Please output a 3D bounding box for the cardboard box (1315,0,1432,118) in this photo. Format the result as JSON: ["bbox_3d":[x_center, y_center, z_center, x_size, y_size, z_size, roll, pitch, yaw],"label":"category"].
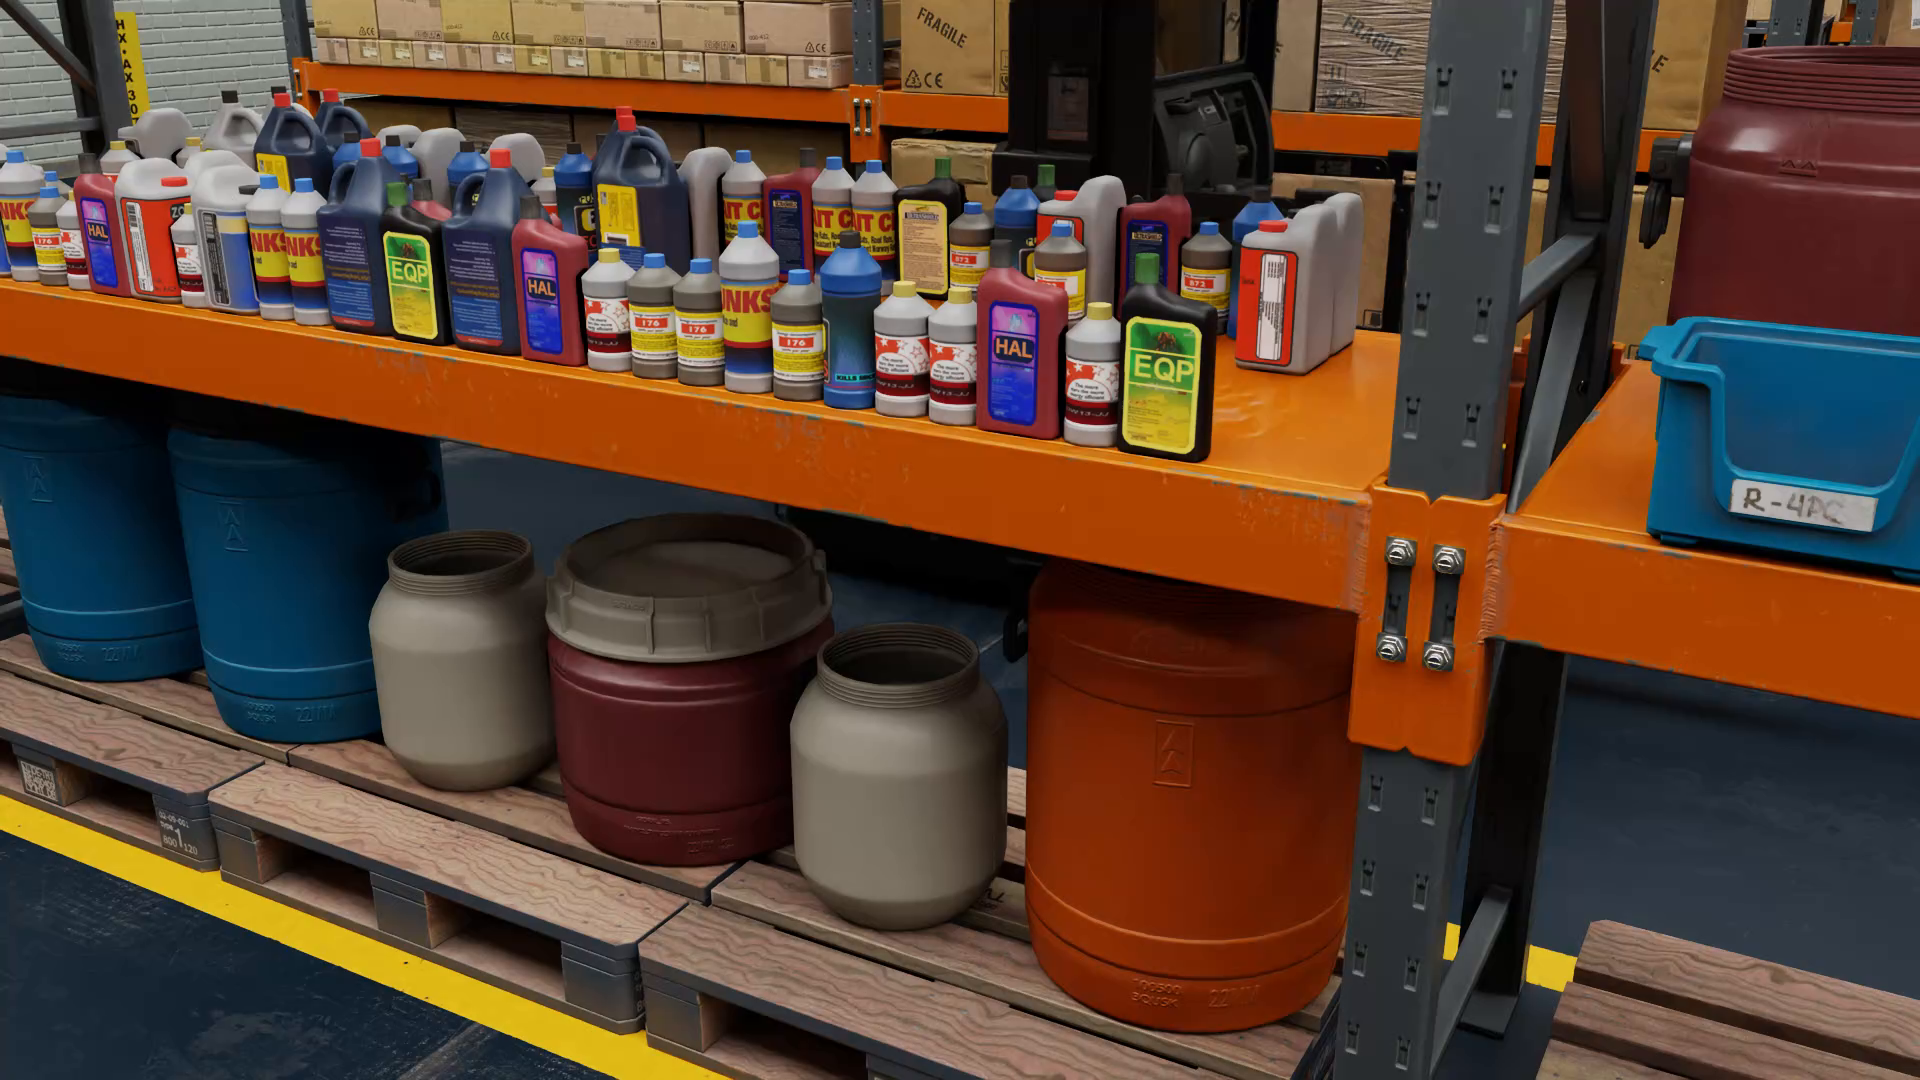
[{"bbox_3d":[1.831,-2.073,7.035,0.500,0.500,0.500,10,22,26],"label":"cardboard box"}]

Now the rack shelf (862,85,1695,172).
[{"bbox_3d":[1.524,-1.842,7.600,4.000,0.370,1.077,11,23,27],"label":"rack shelf"}]

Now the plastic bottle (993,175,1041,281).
[{"bbox_3d":[0.113,-0.567,3.218,0.097,0.271,0.097,0,20,0],"label":"plastic bottle"}]

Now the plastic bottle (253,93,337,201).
[{"bbox_3d":[-1.584,-0.886,3.981,0.185,0.351,0.144,11,23,27],"label":"plastic bottle"}]

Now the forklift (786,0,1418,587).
[{"bbox_3d":[0.955,-1.226,4.947,3.031,2.935,1.130,10,22,26],"label":"forklift"}]

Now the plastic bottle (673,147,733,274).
[{"bbox_3d":[-0.576,-0.714,3.616,0.135,0.276,0.152,11,23,27],"label":"plastic bottle"}]

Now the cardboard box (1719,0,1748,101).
[{"bbox_3d":[2.978,-2.057,6.989,0.500,0.500,0.500,12,23,29],"label":"cardboard box"}]

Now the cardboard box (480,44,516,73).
[{"bbox_3d":[-2.441,-2.690,9.249,0.250,0.149,0.380,11,22,27],"label":"cardboard box"}]

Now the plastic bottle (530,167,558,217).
[{"bbox_3d":[-0.942,-0.759,3.850,0.097,0.201,0.097,0,20,0],"label":"plastic bottle"}]

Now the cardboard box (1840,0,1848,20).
[{"bbox_3d":[7.798,-4.884,15.149,0.500,0.250,0.500,10,22,26],"label":"cardboard box"}]

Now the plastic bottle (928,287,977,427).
[{"bbox_3d":[0.000,-0.283,2.538,0.097,0.201,0.097,0,20,0],"label":"plastic bottle"}]

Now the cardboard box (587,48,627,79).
[{"bbox_3d":[-1.770,-2.562,8.896,0.250,0.149,0.380,10,22,26],"label":"cardboard box"}]

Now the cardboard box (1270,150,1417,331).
[{"bbox_3d":[1.903,-1.318,7.599,0.875,0.875,1.225,11,23,27],"label":"cardboard box"}]

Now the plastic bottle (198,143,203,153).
[{"bbox_3d":[-1.934,-0.924,4.306,0.097,0.201,0.097,0,20,0],"label":"plastic bottle"}]

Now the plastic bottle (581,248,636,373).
[{"bbox_3d":[-0.595,-0.396,2.850,0.097,0.201,0.097,0,20,0],"label":"plastic bottle"}]

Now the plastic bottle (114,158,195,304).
[{"bbox_3d":[-1.611,-0.636,3.401,0.135,0.276,0.152,11,23,27],"label":"plastic bottle"}]

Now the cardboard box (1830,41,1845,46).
[{"bbox_3d":[10.217,-5.783,19.507,0.250,0.149,0.380,12,23,30],"label":"cardboard box"}]

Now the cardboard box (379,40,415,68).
[{"bbox_3d":[-3.117,-2.818,9.603,0.250,0.149,0.380,10,22,26],"label":"cardboard box"}]

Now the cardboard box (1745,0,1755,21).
[{"bbox_3d":[4.906,-3.374,10.520,0.250,0.149,0.380,11,23,27],"label":"cardboard box"}]

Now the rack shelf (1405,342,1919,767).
[{"bbox_3d":[2.601,0.298,1.701,4.000,0.370,1.077,11,23,27],"label":"rack shelf"}]

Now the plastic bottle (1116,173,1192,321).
[{"bbox_3d":[0.370,-0.555,3.167,0.133,0.283,0.061,11,23,27],"label":"plastic bottle"}]

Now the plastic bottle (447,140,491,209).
[{"bbox_3d":[-1.101,-0.763,3.758,0.097,0.271,0.097,0,20,0],"label":"plastic bottle"}]

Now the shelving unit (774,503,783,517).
[{"bbox_3d":[-0.524,-0.588,5.947,0.252,1.050,0.215,10,22,26],"label":"shelving unit"}]

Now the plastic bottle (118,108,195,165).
[{"bbox_3d":[-2.136,-1.011,4.435,0.135,0.276,0.152,11,23,27],"label":"plastic bottle"}]

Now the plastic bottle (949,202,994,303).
[{"bbox_3d":[0.026,-0.575,3.342,0.097,0.201,0.097,0,20,0],"label":"plastic bottle"}]

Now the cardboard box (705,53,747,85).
[{"bbox_3d":[-1.097,-2.433,8.543,0.250,0.149,0.380,10,22,26],"label":"cardboard box"}]

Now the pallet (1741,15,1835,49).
[{"bbox_3d":[5.103,-3.304,10.856,1.003,0.211,1.213,11,23,27],"label":"pallet"}]

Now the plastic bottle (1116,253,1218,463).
[{"bbox_3d":[0.293,-0.259,2.350,0.133,0.283,0.061,11,23,27],"label":"plastic bottle"}]

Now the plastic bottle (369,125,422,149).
[{"bbox_3d":[-1.377,-0.866,4.036,0.135,0.276,0.152,11,23,27],"label":"plastic bottle"}]

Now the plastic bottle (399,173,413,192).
[{"bbox_3d":[-1.080,-0.578,3.249,0.097,0.271,0.097,0,20,0],"label":"plastic bottle"}]

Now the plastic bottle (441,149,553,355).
[{"bbox_3d":[-0.823,-0.519,2.970,0.185,0.351,0.144,11,23,27],"label":"plastic bottle"}]

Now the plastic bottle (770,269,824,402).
[{"bbox_3d":[-0.255,-0.332,2.672,0.097,0.201,0.097,0,20,0],"label":"plastic bottle"}]

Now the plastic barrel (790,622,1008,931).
[{"bbox_3d":[-0.117,0.455,3.244,0.421,0.512,0.421,0,20,0],"label":"plastic barrel"}]

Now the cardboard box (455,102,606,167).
[{"bbox_3d":[-2.322,-2.143,9.873,0.875,0.875,0.875,11,23,27],"label":"cardboard box"}]

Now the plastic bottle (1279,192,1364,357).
[{"bbox_3d":[0.634,-0.483,2.980,0.135,0.276,0.152,11,23,27],"label":"plastic bottle"}]

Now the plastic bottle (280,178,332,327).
[{"bbox_3d":[-1.236,-0.551,3.175,0.097,0.271,0.097,0,20,0],"label":"plastic bottle"}]

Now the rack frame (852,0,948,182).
[{"bbox_3d":[-0.222,-2.513,8.394,0.127,3.000,1.000,11,23,27],"label":"rack frame"}]

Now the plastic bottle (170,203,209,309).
[{"bbox_3d":[-1.523,-0.573,3.338,0.097,0.201,0.097,0,20,0],"label":"plastic bottle"}]

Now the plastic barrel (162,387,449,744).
[{"bbox_3d":[-1.553,-0.036,4.027,0.708,0.901,0.600,11,23,27],"label":"plastic barrel"}]

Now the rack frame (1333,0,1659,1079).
[{"bbox_3d":[0.855,-0.373,2.495,0.127,3.000,1.000,11,23,27],"label":"rack frame"}]

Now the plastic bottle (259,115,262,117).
[{"bbox_3d":[-1.817,-0.950,4.267,0.135,0.276,0.152,11,23,27],"label":"plastic bottle"}]

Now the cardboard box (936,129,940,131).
[{"bbox_3d":[-0.202,-3.480,13.752,0.250,0.149,0.380,10,22,25],"label":"cardboard box"}]

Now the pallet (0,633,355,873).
[{"bbox_3d":[-1.984,0.413,4.416,1.213,0.211,1.003,11,23,27],"label":"pallet"}]

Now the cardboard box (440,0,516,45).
[{"bbox_3d":[-2.533,-2.918,9.295,0.500,0.250,0.500,10,22,26],"label":"cardboard box"}]

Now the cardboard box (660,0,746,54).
[{"bbox_3d":[-1.188,-2.663,8.591,0.500,0.250,0.500,12,23,29],"label":"cardboard box"}]

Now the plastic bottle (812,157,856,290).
[{"bbox_3d":[-0.260,-0.662,3.480,0.097,0.271,0.097,0,20,0],"label":"plastic bottle"}]

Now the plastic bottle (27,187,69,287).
[{"bbox_3d":[-1.927,-0.650,3.550,0.097,0.201,0.097,0,20,0],"label":"plastic bottle"}]

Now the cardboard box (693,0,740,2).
[{"bbox_3d":[-1.189,-3.016,8.465,0.500,0.500,0.500,11,23,28],"label":"cardboard box"}]

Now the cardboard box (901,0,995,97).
[{"bbox_3d":[0.058,-2.409,7.961,0.500,0.500,0.500,11,23,27],"label":"cardboard box"}]

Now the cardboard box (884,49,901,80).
[{"bbox_3d":[-0.318,-2.543,8.845,0.250,0.149,0.380,11,23,27],"label":"cardboard box"}]
